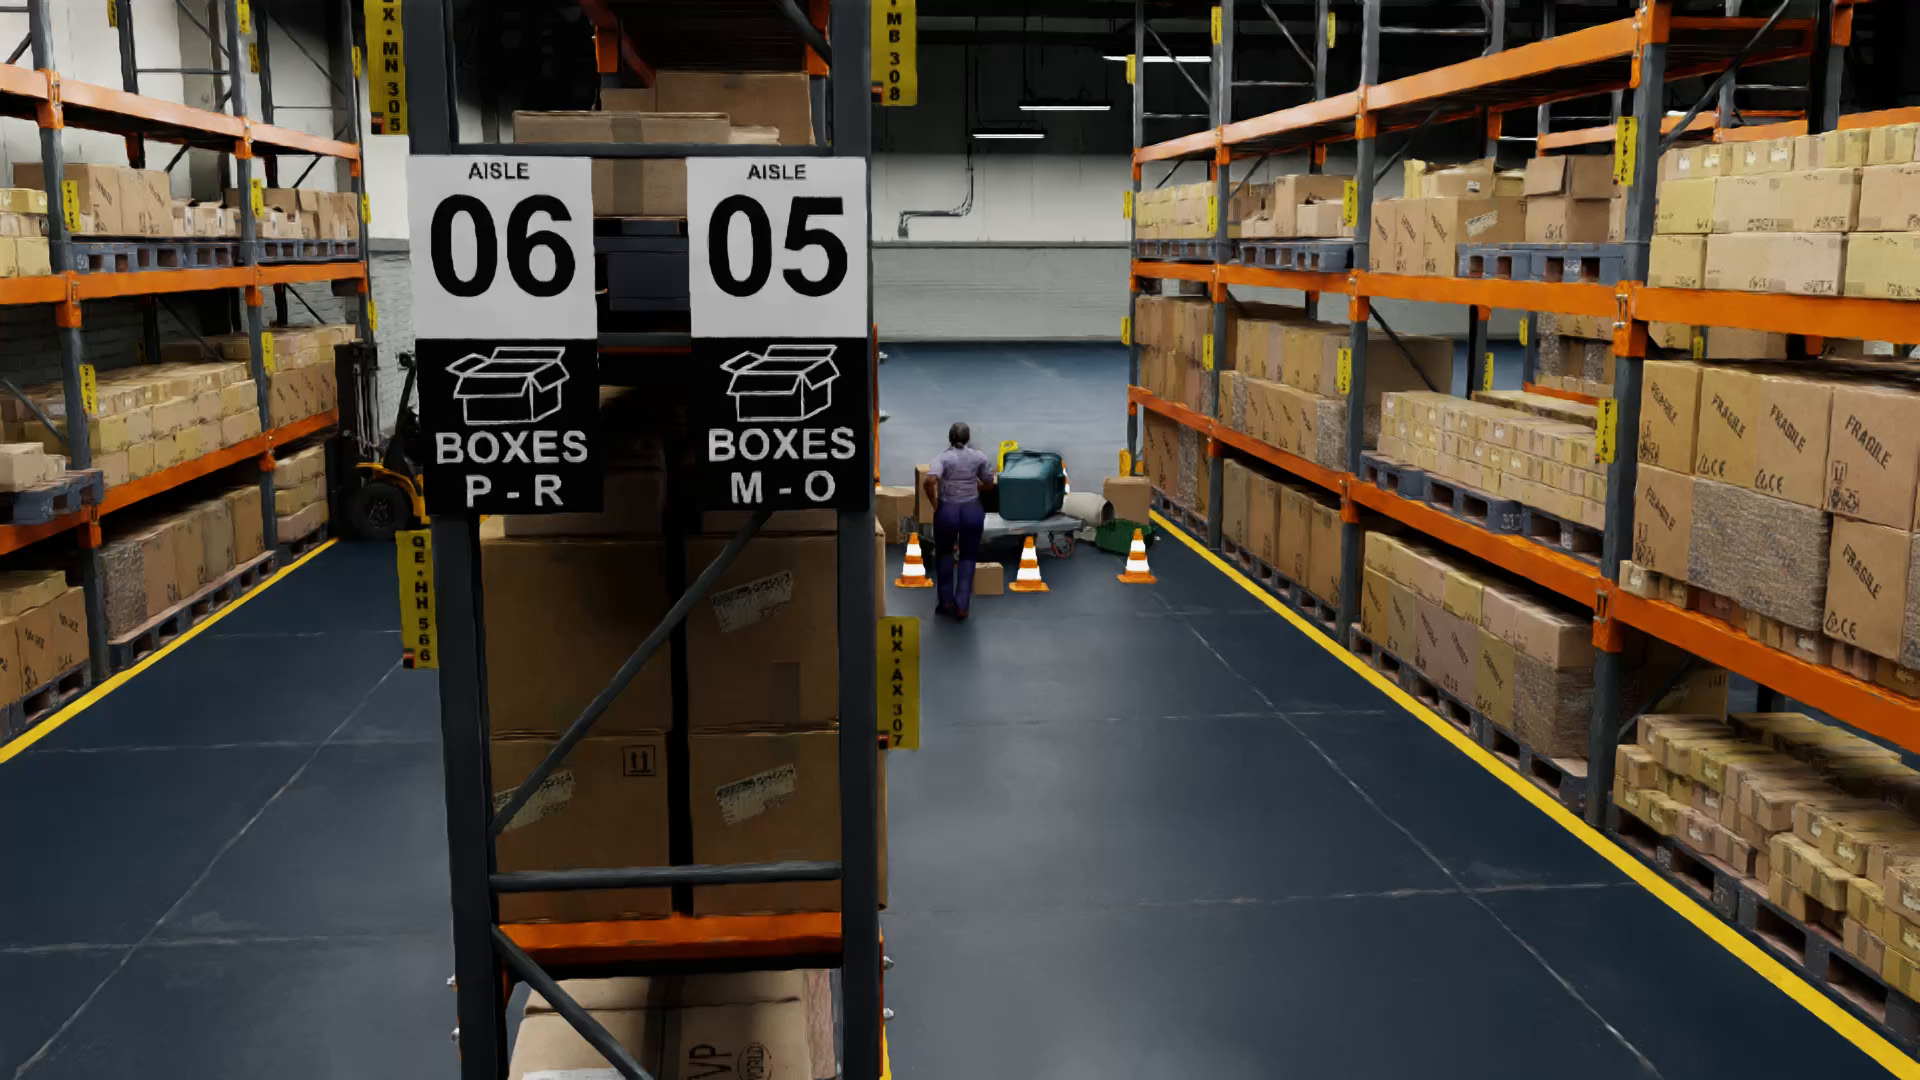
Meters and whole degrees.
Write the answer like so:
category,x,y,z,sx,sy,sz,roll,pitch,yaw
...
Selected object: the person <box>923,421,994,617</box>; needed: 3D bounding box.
category,x,y,z,sx,sy,sz,roll,pitch,yaw
person,-0.016,-0.141,13.484,0.586,1.660,0.627,-1,10,-4
